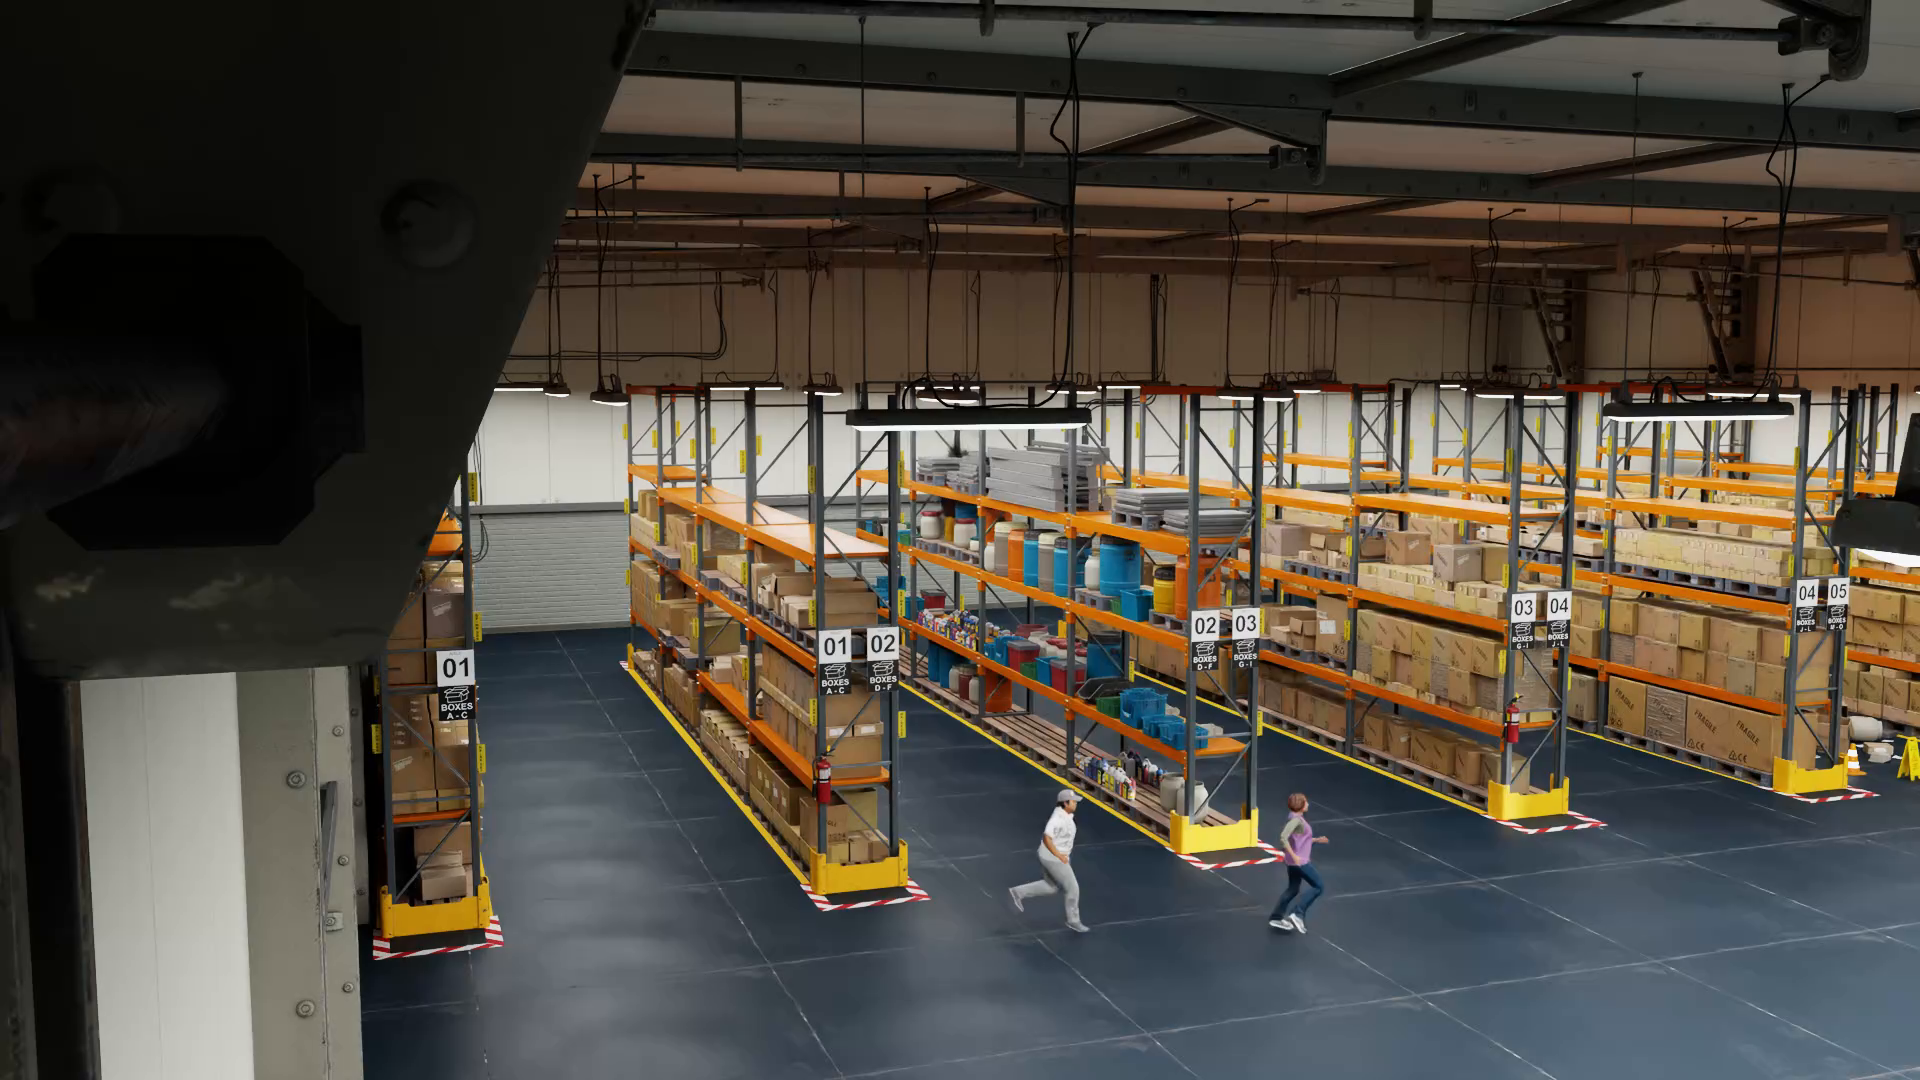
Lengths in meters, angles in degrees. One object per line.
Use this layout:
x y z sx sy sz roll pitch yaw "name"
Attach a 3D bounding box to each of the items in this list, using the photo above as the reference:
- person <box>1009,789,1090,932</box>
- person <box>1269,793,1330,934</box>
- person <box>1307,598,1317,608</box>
1.036 3.616 18.752 0.887 1.664 0.606 0 6 5 "person"
3.804 3.612 18.617 0.655 1.583 0.509 0 6 1 "person"
8.986 1.142 41.869 0.611 1.750 0.638 -2 6 -17 "person"
